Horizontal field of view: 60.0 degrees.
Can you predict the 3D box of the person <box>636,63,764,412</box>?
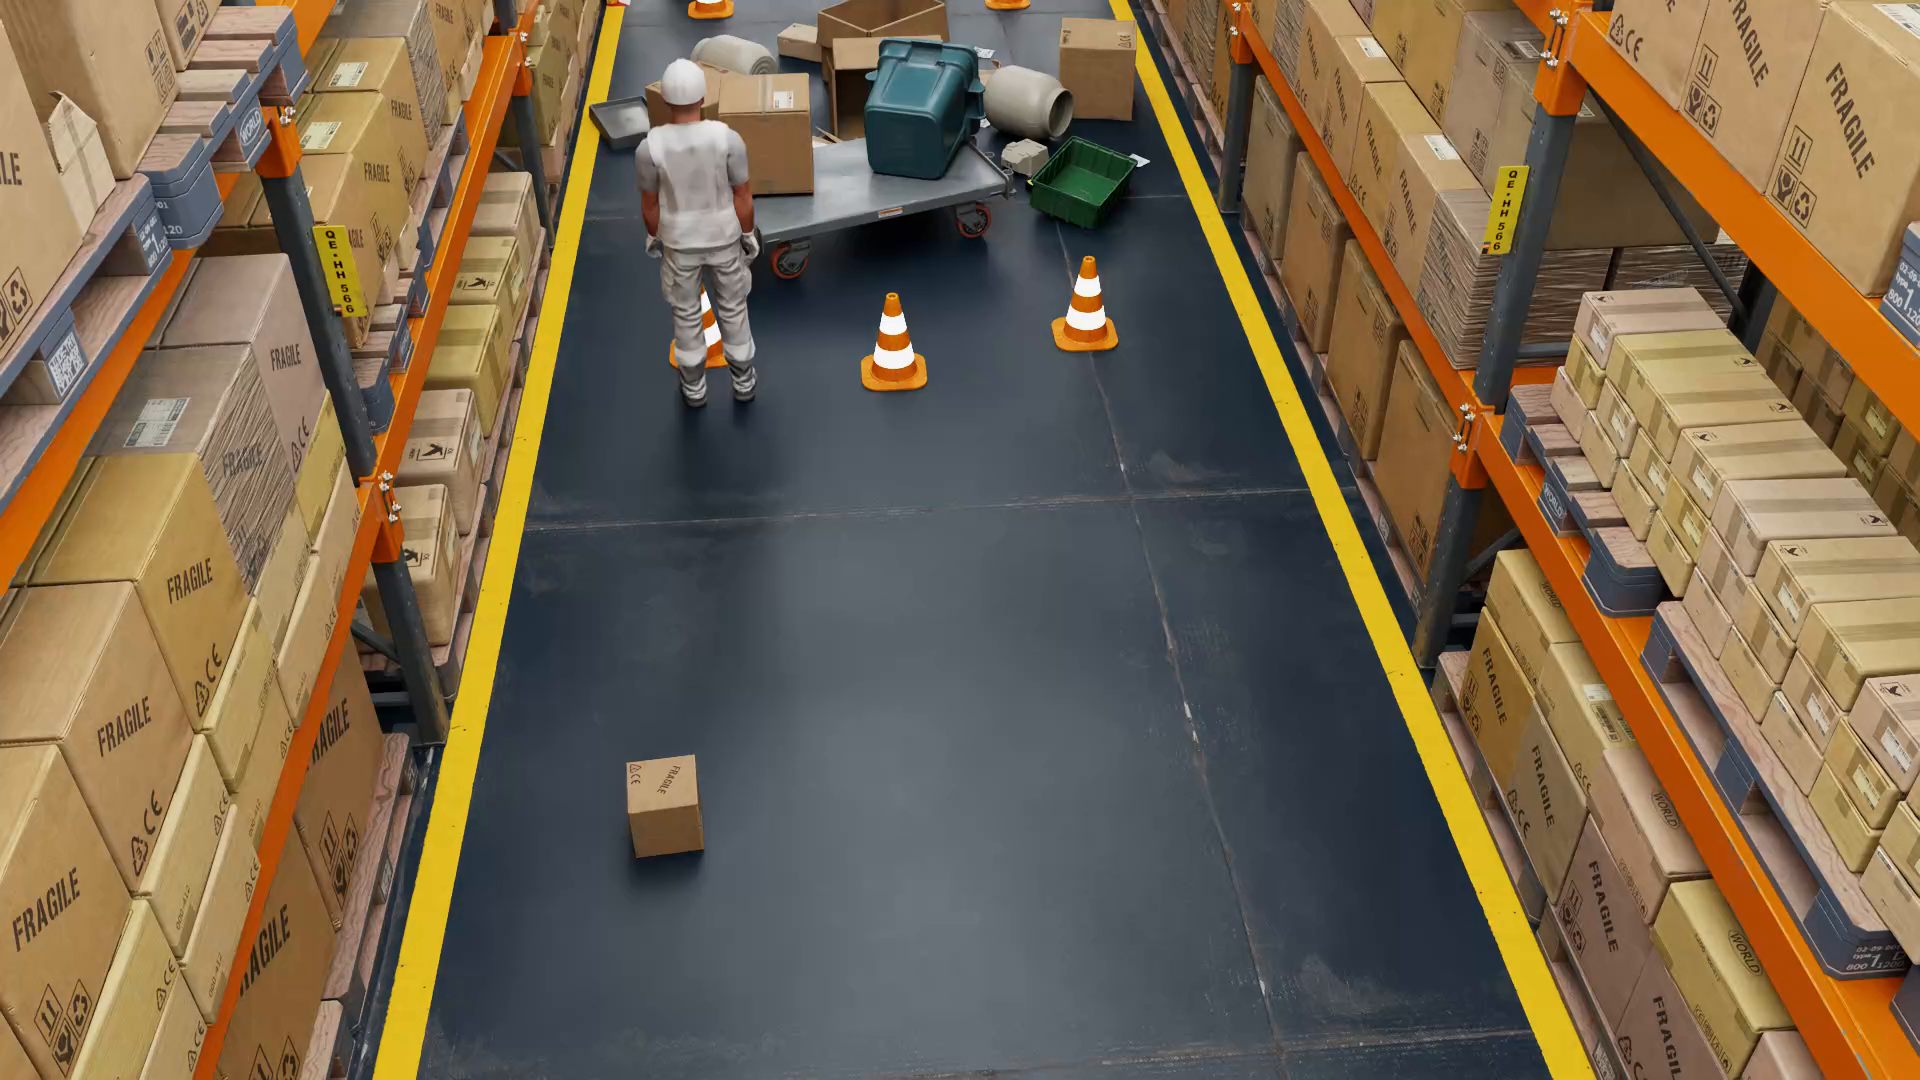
[{"bbox_3d":[-1.231,-1.423,7.904,0.532,1.795,0.381,-7,39,-8],"label":"person"}]
